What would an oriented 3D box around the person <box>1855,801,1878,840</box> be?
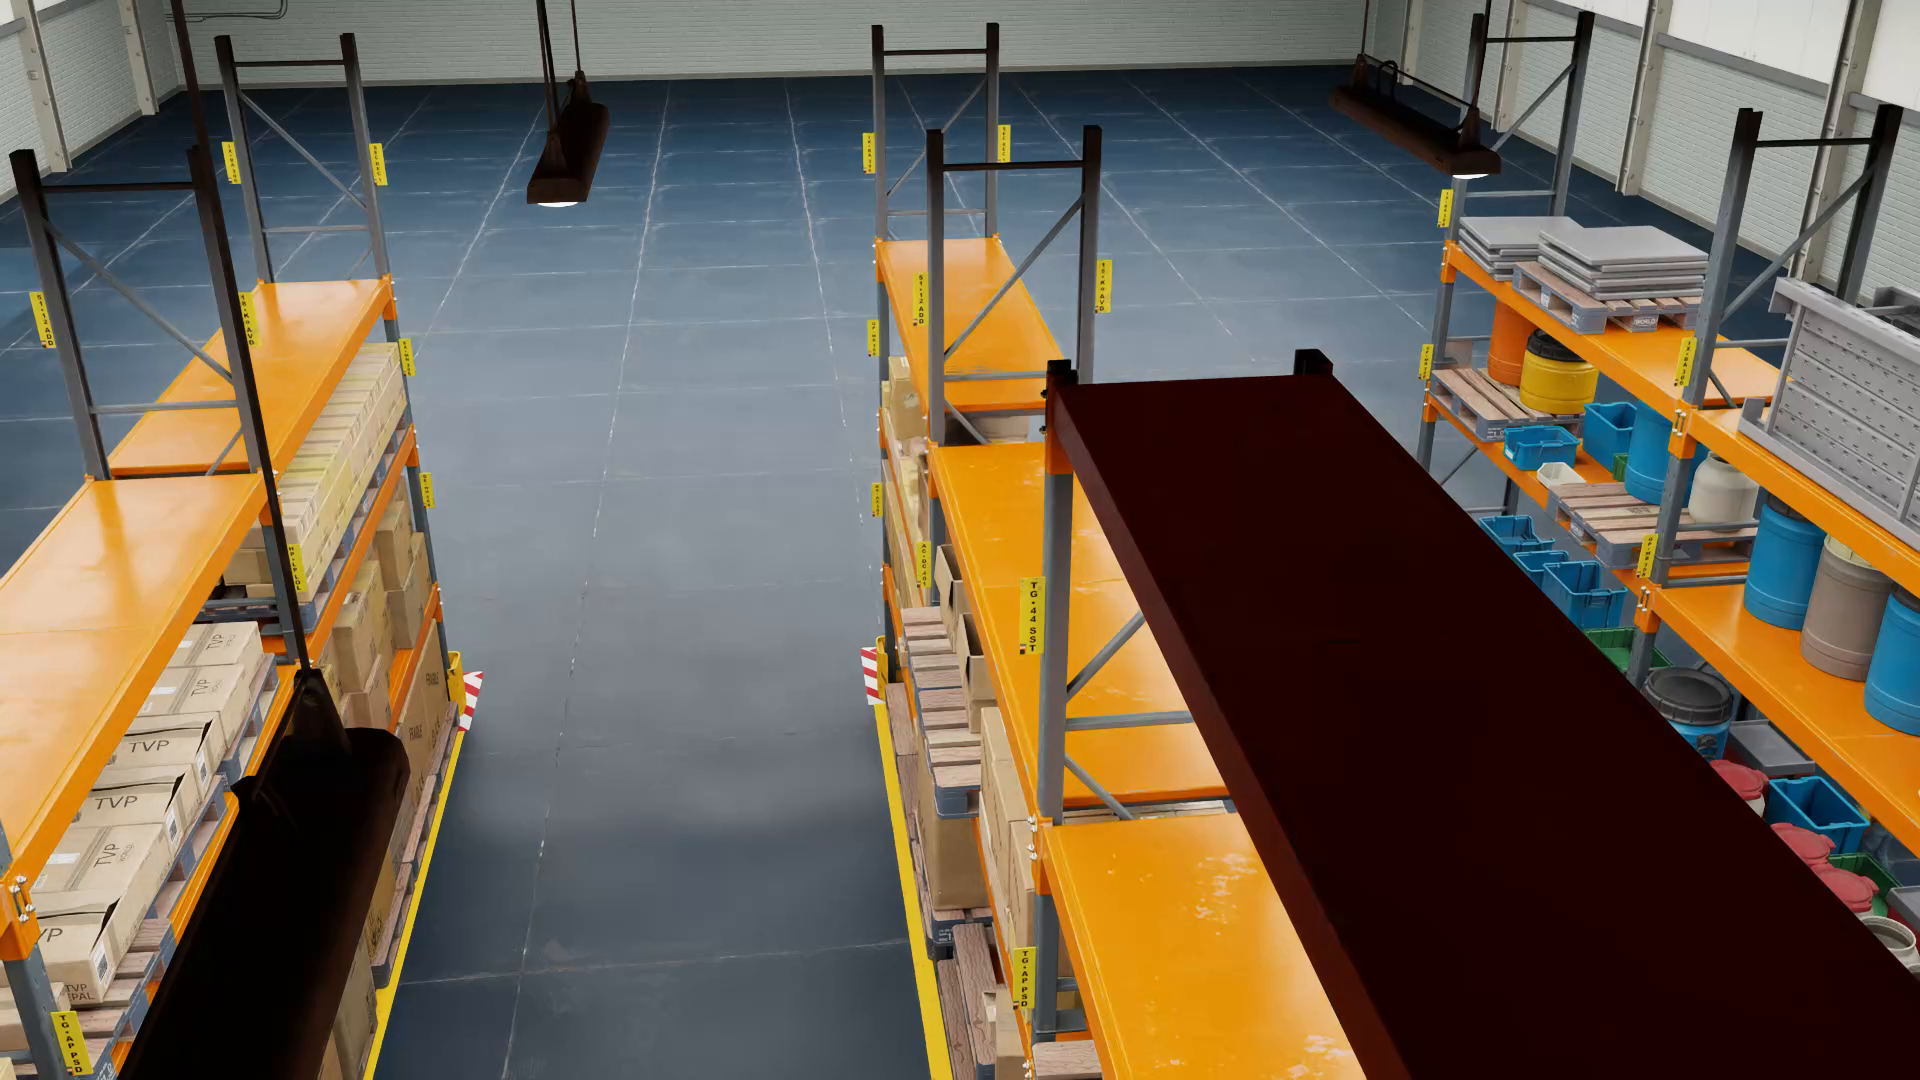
[{"bbox_3d":[6.758,1.697,12.114,0.615,1.033,0.371,-23,34,-39],"label":"person"}]
